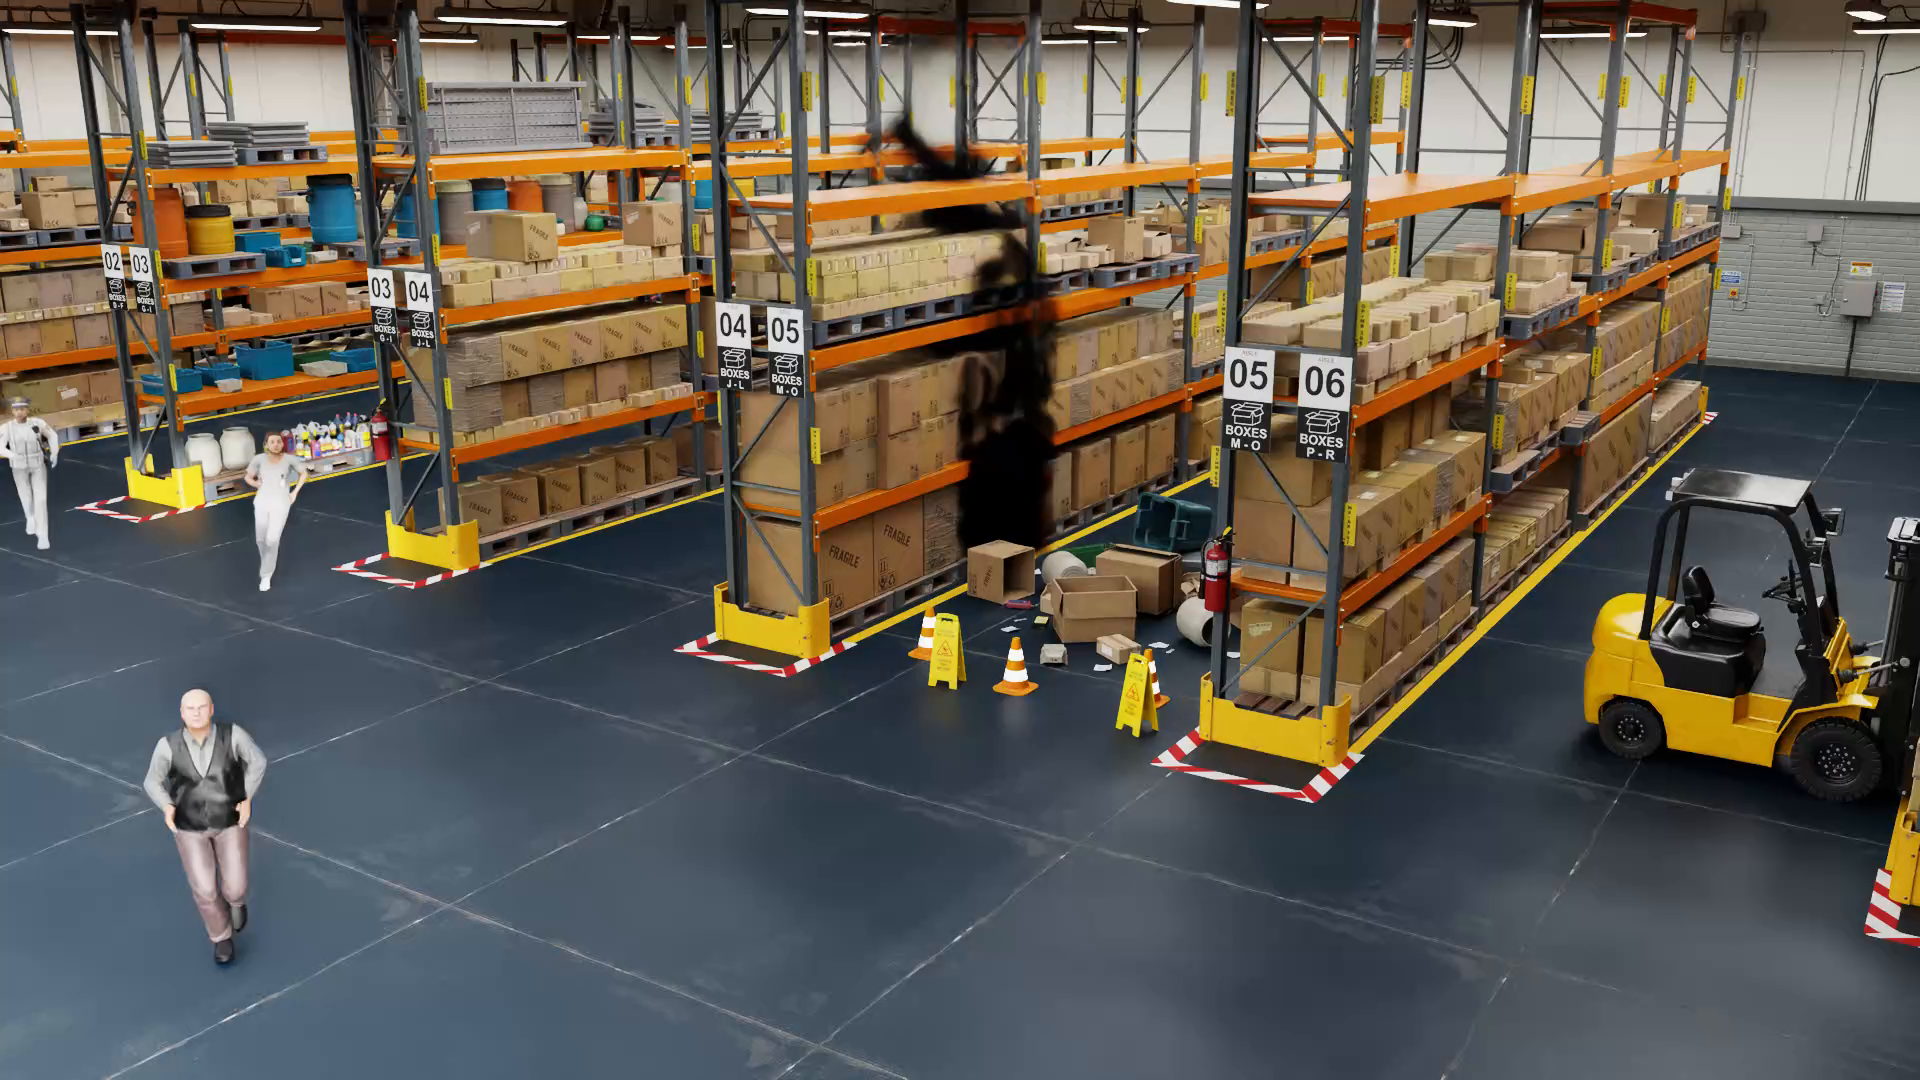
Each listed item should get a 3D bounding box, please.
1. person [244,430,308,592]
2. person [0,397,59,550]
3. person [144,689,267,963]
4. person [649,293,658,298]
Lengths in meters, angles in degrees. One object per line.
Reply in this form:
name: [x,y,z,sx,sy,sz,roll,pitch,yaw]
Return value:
person: [-7.129,-0.330,17.370,0.582,1.682,0.696,-2,16,-7]
person: [-10.601,-0.808,18.961,0.632,1.719,0.829,-8,17,-25]
person: [-4.494,1.700,9.984,0.680,1.681,0.587,-6,17,-22]
person: [-5.728,-4.522,32.278,0.695,1.731,0.559,5,16,18]
